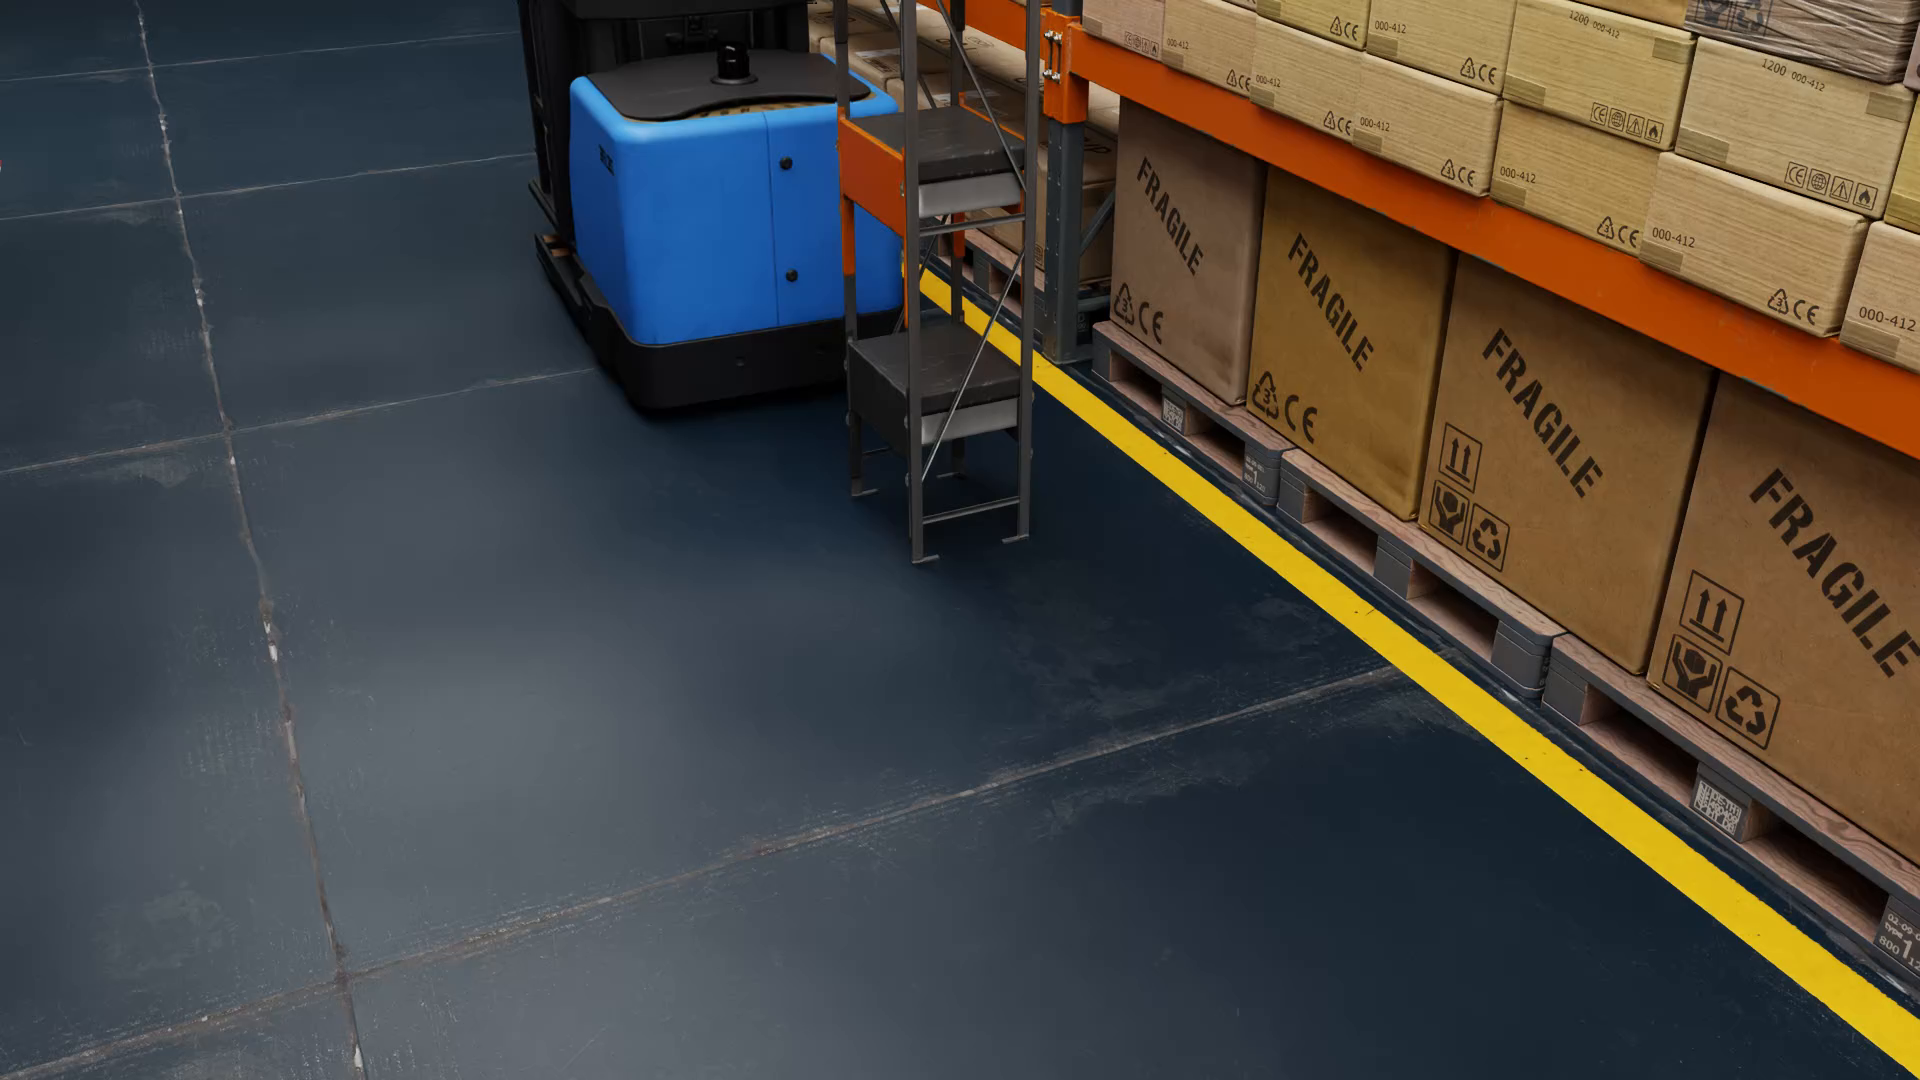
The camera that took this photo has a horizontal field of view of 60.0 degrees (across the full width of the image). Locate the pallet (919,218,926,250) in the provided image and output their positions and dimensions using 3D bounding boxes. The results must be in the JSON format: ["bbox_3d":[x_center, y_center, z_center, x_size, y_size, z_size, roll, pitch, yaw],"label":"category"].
[{"bbox_3d":[0.016,-1.783,8.215,1.003,0.211,1.213,-13,32,-22],"label":"pallet"}]

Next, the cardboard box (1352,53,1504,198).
[{"bbox_3d":[1.385,-1.112,4.319,0.500,0.250,0.500,-14,32,-23],"label":"cardboard box"}]

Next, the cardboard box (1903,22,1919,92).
[{"bbox_3d":[2.058,-0.994,2.831,0.500,0.500,0.500,-14,32,-23],"label":"cardboard box"}]

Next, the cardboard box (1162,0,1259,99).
[{"bbox_3d":[0.973,-1.564,5.126,0.500,0.250,0.500,-14,32,-23],"label":"cardboard box"}]

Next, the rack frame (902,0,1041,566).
[{"bbox_3d":[0.034,-0.881,4.675,0.400,2.100,0.015,-13,32,-22],"label":"rack frame"}]

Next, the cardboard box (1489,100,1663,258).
[{"bbox_3d":[1.629,-0.892,3.928,0.500,0.250,0.500,-13,32,-22],"label":"cardboard box"}]

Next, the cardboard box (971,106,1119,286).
[{"bbox_3d":[0.626,-1.473,7.000,0.875,0.438,0.875,-14,32,-23],"label":"cardboard box"}]

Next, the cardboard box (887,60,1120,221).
[{"bbox_3d":[0.242,-1.868,7.705,0.875,0.438,0.875,-14,32,-23],"label":"cardboard box"}]

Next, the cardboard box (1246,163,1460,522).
[{"bbox_3d":[1.532,-0.710,5.192,0.875,0.875,0.875,-12,31,-21],"label":"cardboard box"}]

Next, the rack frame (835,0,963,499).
[{"bbox_3d":[-0.176,-1.097,5.059,0.400,2.100,0.015,-13,32,-22],"label":"rack frame"}]

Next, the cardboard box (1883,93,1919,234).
[{"bbox_3d":[2.079,-0.654,2.992,0.500,0.250,0.500,-13,32,-22],"label":"cardboard box"}]

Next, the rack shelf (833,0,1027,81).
[{"bbox_3d":[-0.071,-1.588,4.531,0.431,0.518,0.480,-13,32,-22],"label":"rack shelf"}]

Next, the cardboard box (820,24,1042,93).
[{"bbox_3d":[-0.144,-2.267,8.416,0.875,0.438,0.875,-12,32,-21],"label":"cardboard box"}]

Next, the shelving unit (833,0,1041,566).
[{"bbox_3d":[-0.071,-0.989,4.867,0.431,2.100,0.503,-13,32,-22],"label":"shelving unit"}]

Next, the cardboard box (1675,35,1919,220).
[{"bbox_3d":[1.855,-0.880,3.394,0.500,0.250,0.500,-14,32,-23],"label":"cardboard box"}]

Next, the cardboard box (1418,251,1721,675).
[{"bbox_3d":[1.916,-0.315,4.487,0.875,0.875,0.875,-13,32,-21],"label":"cardboard box"}]

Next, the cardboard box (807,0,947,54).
[{"bbox_3d":[-0.545,-2.670,9.134,0.875,0.438,0.875,-14,32,-24],"label":"cardboard box"}]

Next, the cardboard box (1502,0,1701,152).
[{"bbox_3d":[1.617,-1.101,3.790,0.500,0.250,0.500,-14,32,-23],"label":"cardboard box"}]

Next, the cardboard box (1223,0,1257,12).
[{"bbox_3d":[0.982,-1.782,5.004,0.500,0.250,0.500,-13,32,-21],"label":"cardboard box"}]

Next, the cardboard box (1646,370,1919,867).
[{"bbox_3d":[2.295,0.080,3.783,0.875,0.875,0.875,-13,32,-22],"label":"cardboard box"}]

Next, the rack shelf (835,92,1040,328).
[{"bbox_3d":[-0.071,-0.977,4.874,0.431,0.518,0.480,-13,32,-22],"label":"rack shelf"}]

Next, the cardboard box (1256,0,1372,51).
[{"bbox_3d":[1.175,-1.554,4.596,0.500,0.250,0.500,-13,32,-21],"label":"cardboard box"}]

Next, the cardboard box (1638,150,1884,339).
[{"bbox_3d":[1.831,-0.667,3.525,0.500,0.250,0.500,-13,32,-21],"label":"cardboard box"}]

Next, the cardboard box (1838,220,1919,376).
[{"bbox_3d":[2.065,-0.444,3.129,0.500,0.250,0.500,-14,32,-24],"label":"cardboard box"}]

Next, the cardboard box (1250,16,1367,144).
[{"bbox_3d":[1.179,-1.334,4.716,0.500,0.250,0.500,-13,32,-22],"label":"cardboard box"}]

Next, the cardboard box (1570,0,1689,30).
[{"bbox_3d":[1.623,-1.440,3.626,0.500,0.500,0.500,-13,32,-22],"label":"cardboard box"}]

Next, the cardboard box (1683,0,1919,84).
[{"bbox_3d":[1.830,-1.219,3.232,0.500,0.500,0.500,-13,32,-21],"label":"cardboard box"}]

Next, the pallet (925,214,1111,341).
[{"bbox_3d":[0.543,-1.244,7.252,1.003,0.211,1.213,-13,32,-22],"label":"pallet"}]

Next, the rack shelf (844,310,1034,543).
[{"bbox_3d":[-0.071,-0.367,5.216,0.431,0.518,0.480,-13,32,-22],"label":"rack shelf"}]

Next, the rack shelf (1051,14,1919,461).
[{"bbox_3d":[1.658,-0.910,4.542,1.077,0.370,4.000,-13,32,-22],"label":"rack shelf"}]

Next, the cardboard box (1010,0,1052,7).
[{"bbox_3d":[0.369,-2.302,6.187,0.500,0.500,0.500,-13,32,-22],"label":"cardboard box"}]

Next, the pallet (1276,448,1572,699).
[{"bbox_3d":[1.726,-0.027,5.082,1.003,0.211,1.213,-13,32,-22],"label":"pallet"}]

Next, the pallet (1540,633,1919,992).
[{"bbox_3d":[2.246,0.512,4.122,1.003,0.211,1.213,-13,32,-22],"label":"pallet"}]

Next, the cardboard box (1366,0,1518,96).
[{"bbox_3d":[1.394,-1.331,4.199,0.500,0.250,0.500,-14,32,-23],"label":"cardboard box"}]

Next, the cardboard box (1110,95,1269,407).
[{"bbox_3d":[1.137,-1.107,5.900,0.875,0.875,0.875,-12,31,-20],"label":"cardboard box"}]

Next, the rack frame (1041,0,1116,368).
[{"bbox_3d":[0.799,-2.108,5.942,1.000,3.000,0.127,-13,32,-22],"label":"rack frame"}]

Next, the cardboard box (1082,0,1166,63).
[{"bbox_3d":[0.749,-1.792,5.533,0.500,0.250,0.500,-14,32,-23],"label":"cardboard box"}]

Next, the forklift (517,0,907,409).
[{"bbox_3d":[-1.233,-2.450,6.623,1.130,2.935,3.031,-12,31,-20],"label":"forklift"}]

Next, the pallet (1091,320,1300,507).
[{"bbox_3d":[1.198,-0.566,6.044,1.003,0.211,1.213,-13,32,-22],"label":"pallet"}]

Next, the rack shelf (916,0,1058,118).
[{"bbox_3d":[-0.060,-2.677,7.693,1.077,0.370,4.000,-13,32,-22],"label":"rack shelf"}]
